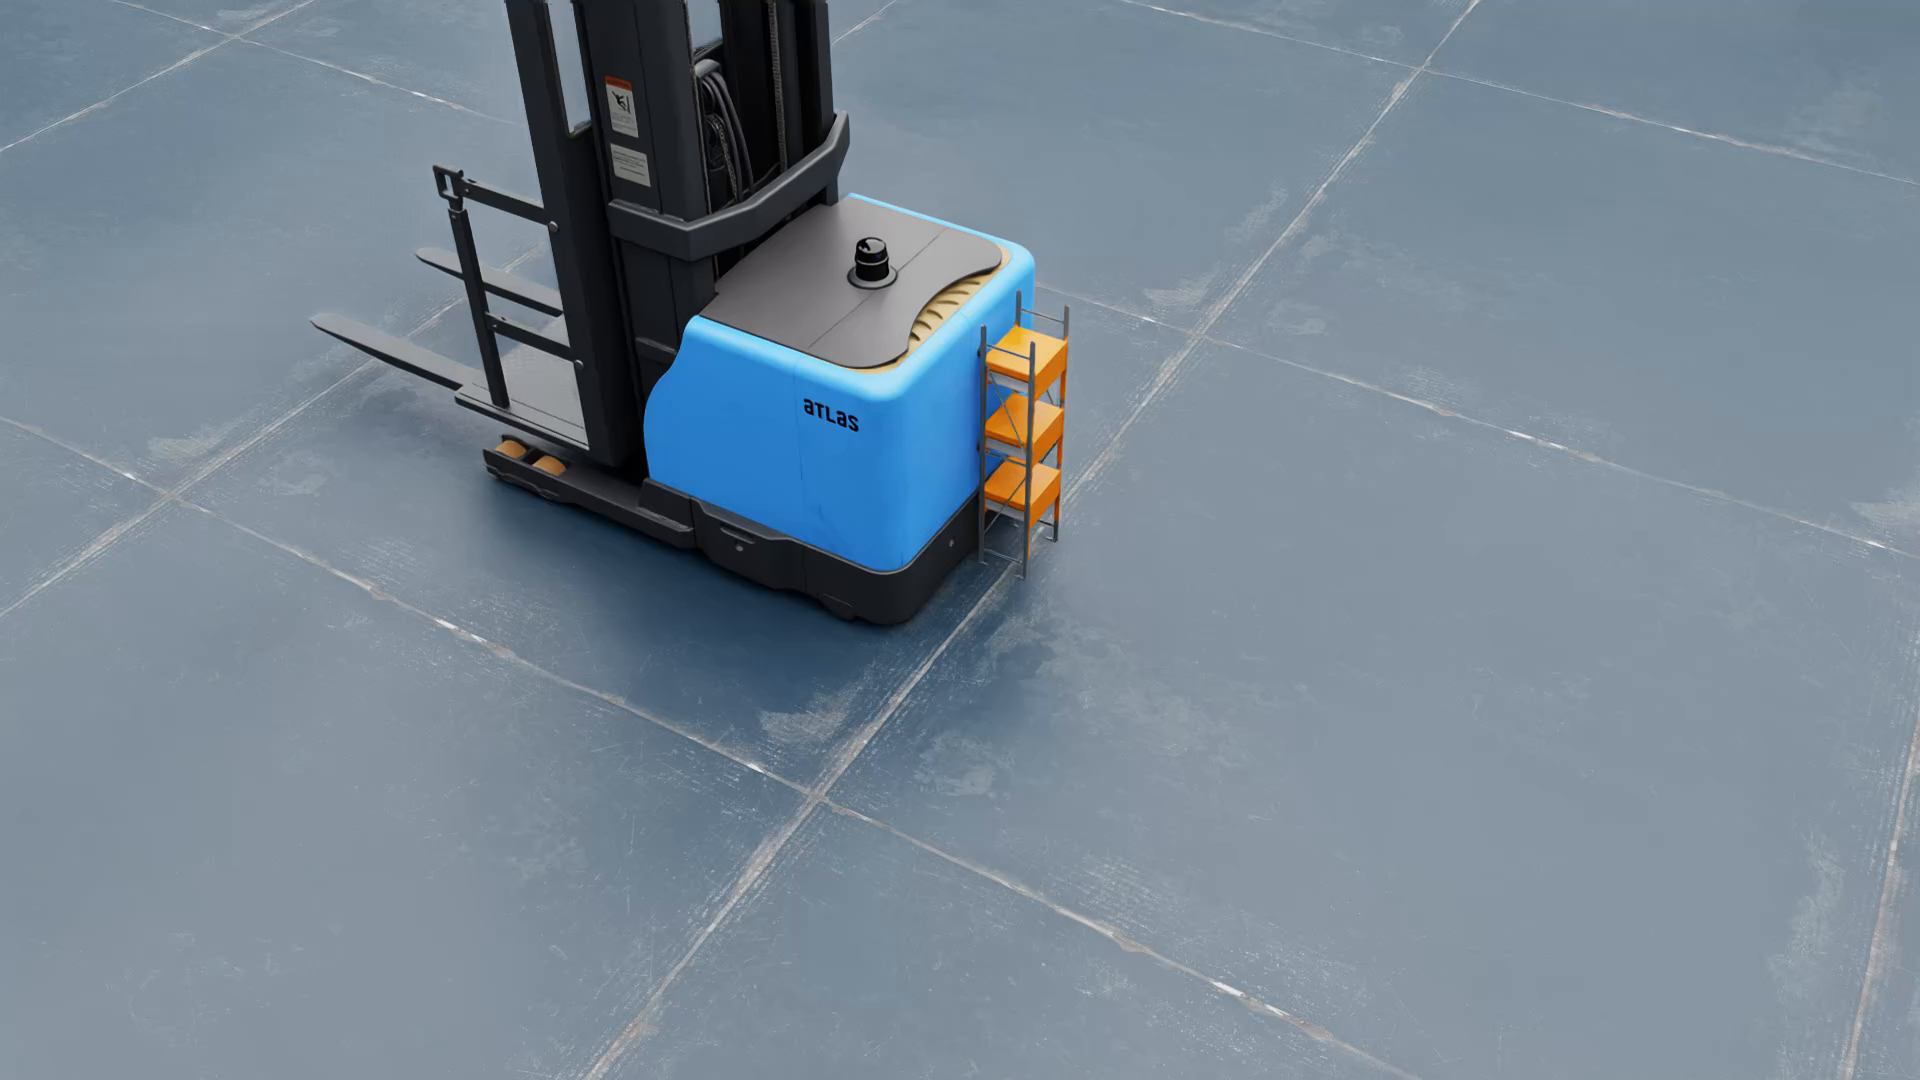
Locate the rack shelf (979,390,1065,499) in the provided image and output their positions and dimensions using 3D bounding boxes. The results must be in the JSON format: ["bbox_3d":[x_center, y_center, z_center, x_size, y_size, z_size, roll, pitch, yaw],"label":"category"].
[{"bbox_3d":[0.218,-0.342,5.859,0.215,0.259,0.240,21,45,22],"label":"rack shelf"}]

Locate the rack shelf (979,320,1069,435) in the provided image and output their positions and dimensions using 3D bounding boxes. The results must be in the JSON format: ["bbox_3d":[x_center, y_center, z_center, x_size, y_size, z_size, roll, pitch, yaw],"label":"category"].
[{"bbox_3d":[0.218,-0.555,5.672,0.215,0.259,0.240,21,45,22],"label":"rack shelf"}]

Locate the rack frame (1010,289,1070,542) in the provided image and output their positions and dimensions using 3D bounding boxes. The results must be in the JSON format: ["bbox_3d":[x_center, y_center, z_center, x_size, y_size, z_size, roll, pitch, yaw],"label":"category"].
[{"bbox_3d":[0.279,-0.419,5.932,0.200,1.050,0.008,21,45,22],"label":"rack frame"}]

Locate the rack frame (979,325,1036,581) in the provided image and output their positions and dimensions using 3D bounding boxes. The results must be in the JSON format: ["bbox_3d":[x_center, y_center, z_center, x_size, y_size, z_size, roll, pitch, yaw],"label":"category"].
[{"bbox_3d":[0.158,-0.280,5.773,0.200,1.050,0.008,21,45,22],"label":"rack frame"}]

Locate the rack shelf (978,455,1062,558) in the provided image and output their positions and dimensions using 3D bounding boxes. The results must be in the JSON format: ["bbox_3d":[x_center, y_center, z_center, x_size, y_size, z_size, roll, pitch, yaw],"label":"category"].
[{"bbox_3d":[0.218,-0.133,6.043,0.215,0.259,0.240,21,45,22],"label":"rack shelf"}]

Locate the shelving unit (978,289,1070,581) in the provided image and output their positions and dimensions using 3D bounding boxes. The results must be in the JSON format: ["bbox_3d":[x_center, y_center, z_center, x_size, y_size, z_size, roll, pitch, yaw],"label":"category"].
[{"bbox_3d":[0.218,-0.349,5.852,0.215,1.050,0.252,21,45,22],"label":"shelving unit"}]

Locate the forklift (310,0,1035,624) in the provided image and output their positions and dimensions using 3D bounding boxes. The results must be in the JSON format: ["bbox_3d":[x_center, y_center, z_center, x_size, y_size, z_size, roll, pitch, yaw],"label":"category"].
[{"bbox_3d":[-1.254,-1.534,5.774,3.031,2.935,1.130,21,46,23],"label":"forklift"}]
